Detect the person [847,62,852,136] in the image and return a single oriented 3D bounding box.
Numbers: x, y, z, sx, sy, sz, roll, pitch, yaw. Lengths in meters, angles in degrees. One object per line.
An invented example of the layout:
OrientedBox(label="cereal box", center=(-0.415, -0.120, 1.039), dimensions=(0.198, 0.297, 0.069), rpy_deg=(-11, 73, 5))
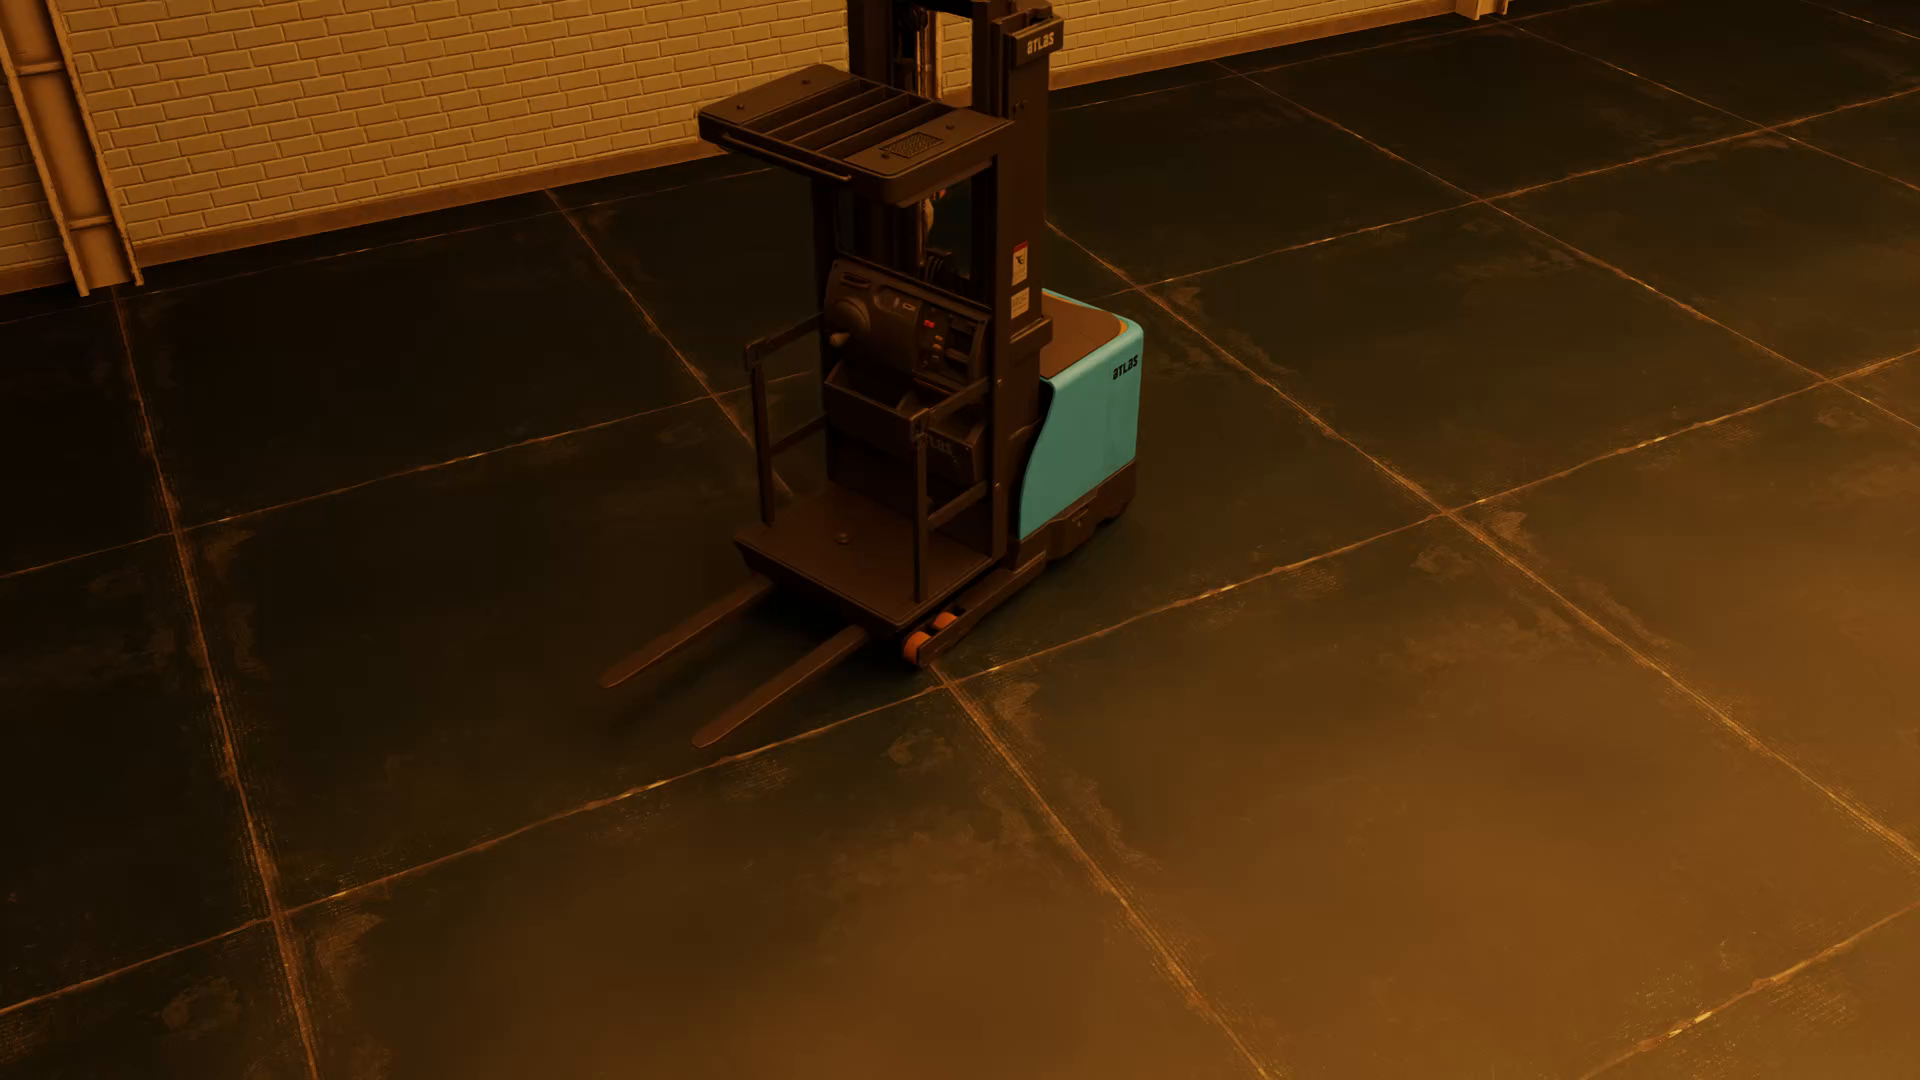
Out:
OrientedBox(label="person", center=(-0.449, -2.563, 10.755), dimensions=(0.534, 1.770, 0.707), rpy_deg=(-11, 37, -15))

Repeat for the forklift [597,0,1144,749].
OrientedBox(label="forklift", center=(-0.390, -0.927, 7.434), dimensions=(1.130, 2.935, 3.031), rpy_deg=(26, 43, 31))
